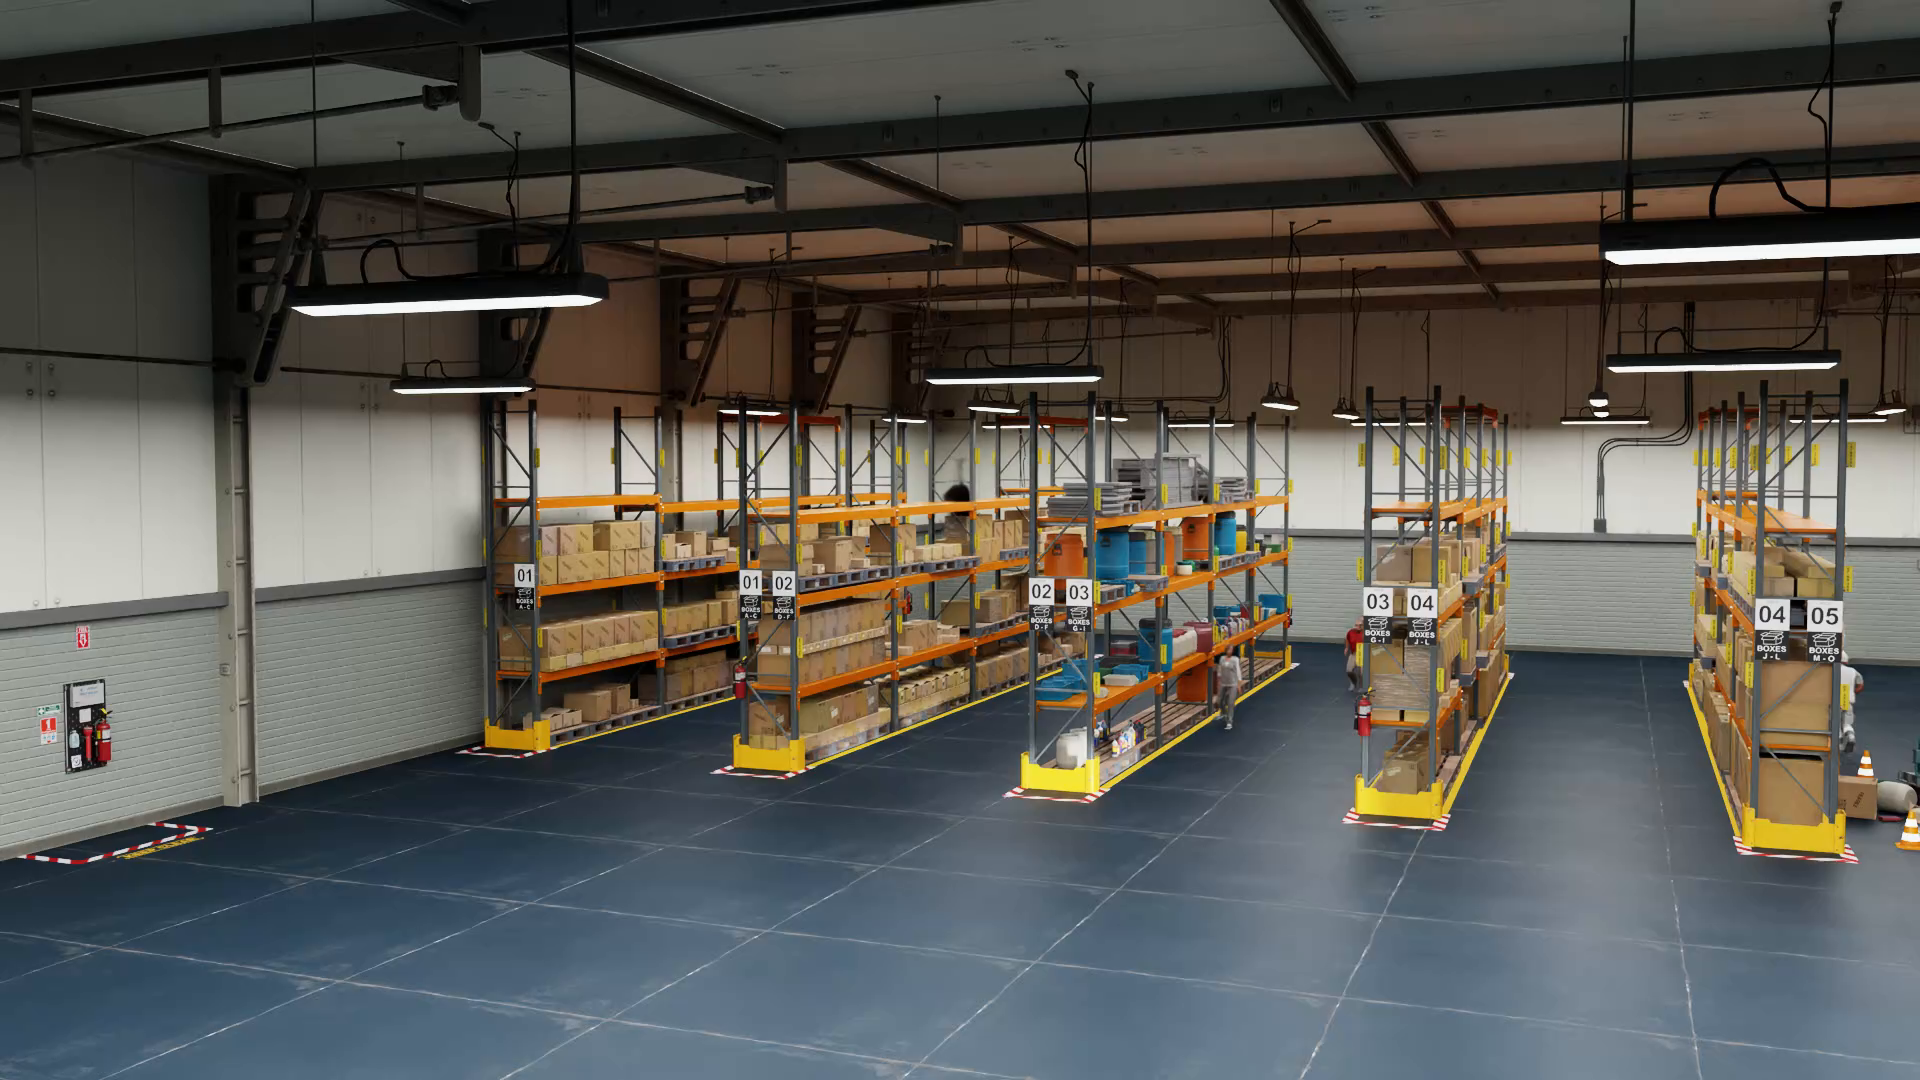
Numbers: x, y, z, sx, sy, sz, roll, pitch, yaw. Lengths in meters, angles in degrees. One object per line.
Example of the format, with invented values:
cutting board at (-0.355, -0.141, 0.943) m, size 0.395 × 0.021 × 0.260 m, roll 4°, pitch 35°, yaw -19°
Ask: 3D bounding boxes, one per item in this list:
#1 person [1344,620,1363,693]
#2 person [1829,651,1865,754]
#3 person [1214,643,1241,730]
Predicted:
person at (8.409, 2.463, 35.132) m, size 0.691 × 1.597 × 0.923 m, roll 1°, pitch 3°, yaw 25°
person at (14.909, 2.762, 28.049) m, size 0.651 × 1.737 × 0.791 m, roll 1°, pitch 3°, yaw 16°
person at (4.944, 2.690, 30.782) m, size 0.620 × 1.582 × 0.545 m, roll 1°, pitch 3°, yaw 26°
